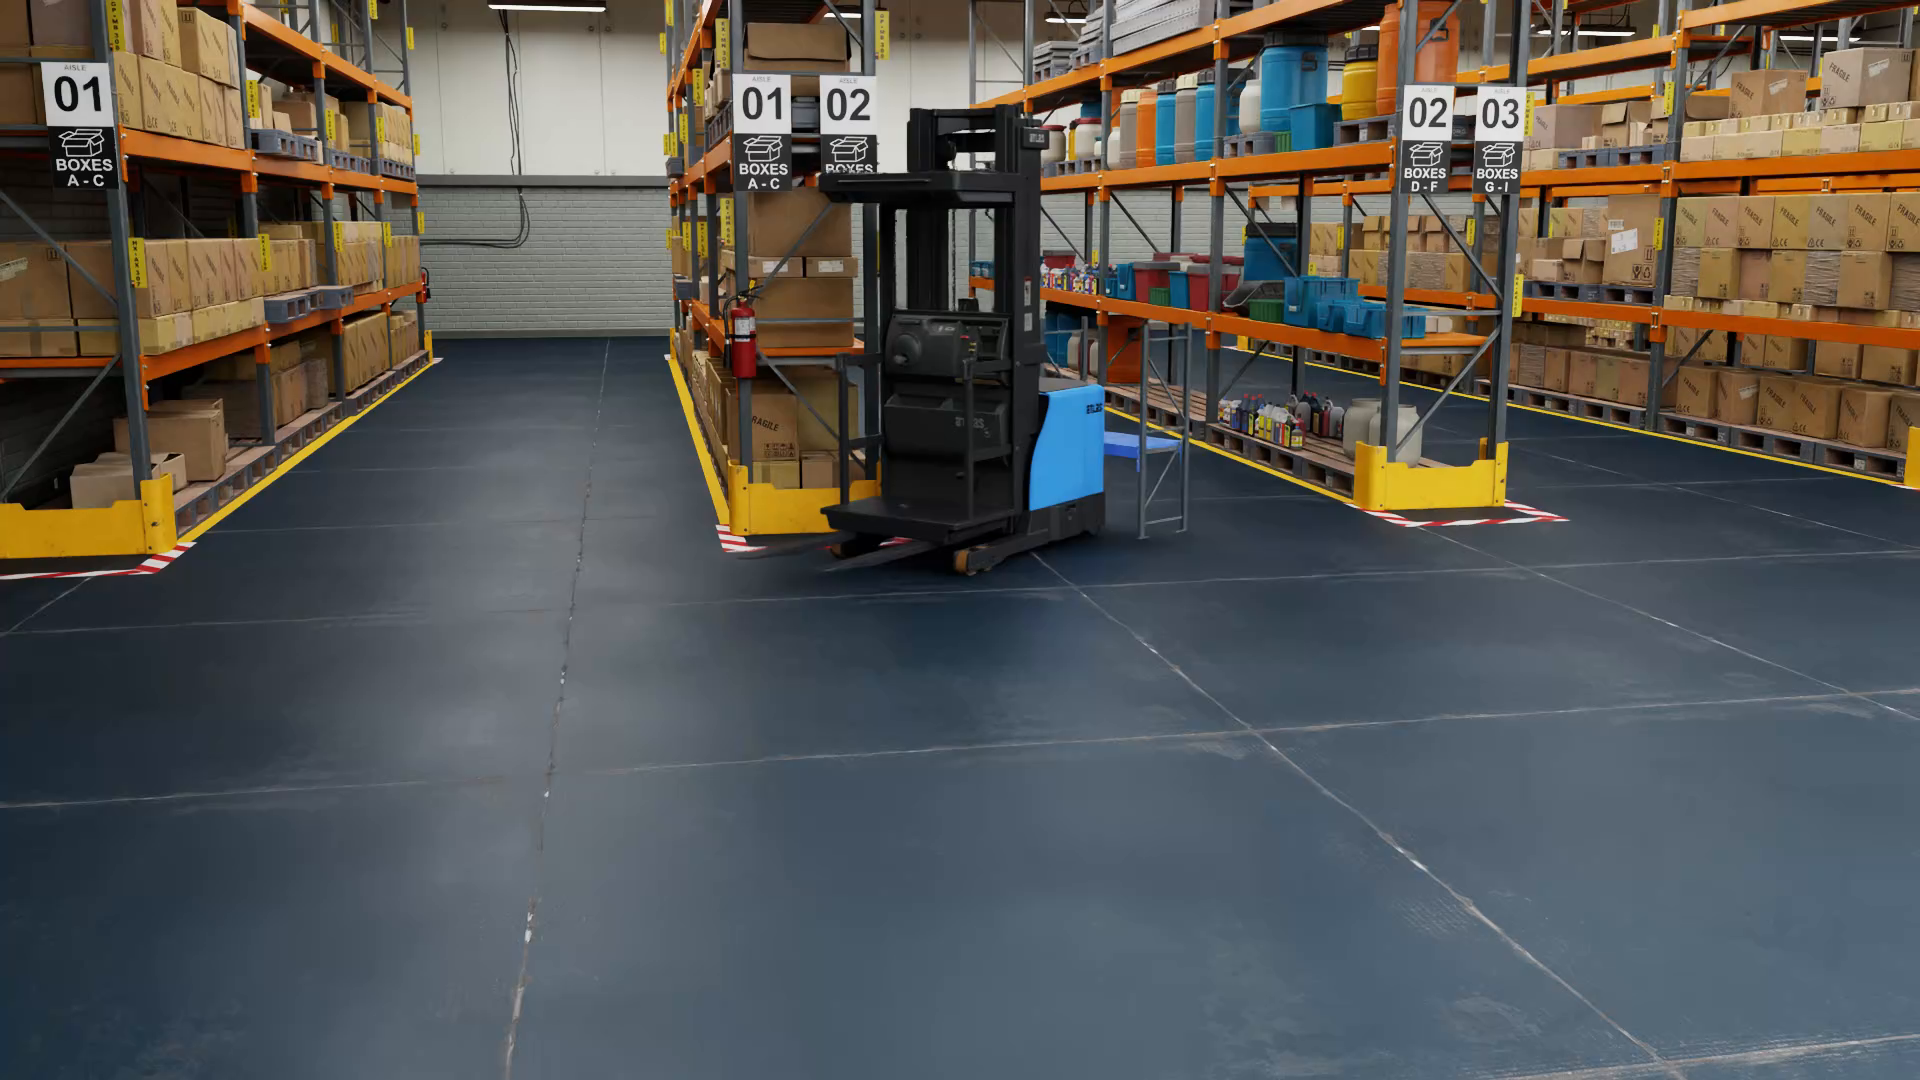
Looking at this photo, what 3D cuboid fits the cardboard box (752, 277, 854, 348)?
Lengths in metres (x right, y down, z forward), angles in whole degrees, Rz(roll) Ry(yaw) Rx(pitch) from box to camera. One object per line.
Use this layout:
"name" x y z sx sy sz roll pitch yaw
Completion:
"cardboard box" -1.168 -1.695 12.313 0.700 0.500 0.500 -2 11 -11

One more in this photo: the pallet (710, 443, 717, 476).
"pallet" -1.754 -0.776 15.211 1.003 0.211 1.213 -2 11 -11

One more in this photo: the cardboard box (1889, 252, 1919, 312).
"cardboard box" 8.548 -2.217 14.257 0.875 0.500 0.500 -2 11 -11

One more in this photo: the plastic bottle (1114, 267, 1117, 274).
"plastic bottle" 2.150 -3.557 22.496 0.144 0.351 0.185 -2 11 -11

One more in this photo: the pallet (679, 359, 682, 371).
"pallet" -3.797 -2.741 25.534 1.003 0.211 1.213 -2 11 -11

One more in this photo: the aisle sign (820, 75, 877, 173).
"aisle sign" -0.777 -2.836 11.622 0.394 0.787 0.004 -2 11 -11

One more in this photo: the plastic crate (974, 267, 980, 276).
"plastic crate" 0.364 -4.455 27.624 0.250 0.136 0.298 -2 11 -11

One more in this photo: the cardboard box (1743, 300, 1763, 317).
"cardboard box" 7.864 -2.251 16.173 0.380 0.149 0.250 -2 11 -11

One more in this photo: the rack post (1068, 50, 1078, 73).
"rack post" 1.954 -6.275 21.936 0.937 0.300 0.954 -1 11 -5

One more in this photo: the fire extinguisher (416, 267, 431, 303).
"fire extinguisher" -8.637 -4.137 26.613 0.296 0.674 0.183 -2 11 -11

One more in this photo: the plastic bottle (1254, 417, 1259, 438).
"plastic bottle" 2.810 -1.064 15.572 0.097 0.201 0.097 0 11 0

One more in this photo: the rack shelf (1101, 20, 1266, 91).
"rack shelf" 2.603 -5.237 18.138 1.077 0.370 4.000 -2 11 -11

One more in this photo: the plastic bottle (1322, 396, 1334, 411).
"plastic bottle" 3.500 -1.186 15.812 0.144 0.351 0.185 -2 11 -11

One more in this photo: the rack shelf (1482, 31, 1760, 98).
"rack shelf" 7.461 -5.417 19.085 1.077 0.370 4.000 -2 11 -11

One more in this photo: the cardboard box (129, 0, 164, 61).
"cardboard box" -5.833 -3.576 11.446 0.500 0.500 0.500 -2 11 -12

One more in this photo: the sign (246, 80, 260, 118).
"sign" -6.195 -3.861 14.557 0.100 0.325 0.005 -2 11 -11

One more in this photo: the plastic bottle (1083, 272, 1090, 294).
"plastic bottle" 1.629 -3.302 21.367 0.097 0.271 0.097 0 11 0

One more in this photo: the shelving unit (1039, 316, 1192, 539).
"shelving unit" 1.107 -0.845 12.125 0.538 1.500 1.048 -10 14 -41

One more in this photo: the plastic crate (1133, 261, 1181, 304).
"plastic crate" 2.228 -2.931 18.900 0.402 0.464 0.583 -2 11 -11

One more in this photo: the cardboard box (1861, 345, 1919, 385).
"cardboard box" 12.161 -2.375 21.044 1.050 0.750 0.750 -2 11 -10

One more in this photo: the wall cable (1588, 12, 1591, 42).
"wall cable" 12.336 -12.085 35.078 2.355 3.000 0.029 -2 11 -11

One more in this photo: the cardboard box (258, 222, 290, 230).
"cardboard box" -7.847 -3.494 18.907 0.500 0.250 0.500 -2 11 -9

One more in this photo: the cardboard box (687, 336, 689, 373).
"cardboard box" -3.364 -2.462 22.119 0.500 0.500 0.500 -2 11 -10

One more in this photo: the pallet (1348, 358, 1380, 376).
"pallet" 6.518 -2.612 24.854 1.003 0.211 1.213 -2 11 -11

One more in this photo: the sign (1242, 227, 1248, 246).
"sign" 4.971 -5.299 28.988 0.100 0.325 0.005 -2 11 -11

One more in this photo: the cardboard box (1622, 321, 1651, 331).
"cardboard box" 10.855 -3.436 26.638 0.380 0.149 0.250 -2 11 -9

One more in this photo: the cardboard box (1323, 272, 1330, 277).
"cardboard box" 5.863 -4.088 25.826 0.380 0.149 0.250 -2 11 -10

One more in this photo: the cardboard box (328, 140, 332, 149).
"cardboard box" -7.904 -4.869 19.791 0.700 0.500 0.500 -2 11 -8

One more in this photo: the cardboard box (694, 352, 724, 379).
"cardboard box" -2.722 -1.956 18.679 0.500 0.311 0.500 -2 11 -12

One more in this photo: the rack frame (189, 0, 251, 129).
"rack frame" -6.726 -5.060 14.214 1.000 3.000 0.127 -2 11 -11

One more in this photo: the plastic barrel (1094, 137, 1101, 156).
"plastic barrel" 1.861 -5.010 21.220 0.301 0.262 0.301 0 11 0

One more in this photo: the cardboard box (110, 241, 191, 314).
"cardboard box" -5.833 -1.873 11.858 0.500 0.500 0.500 -2 11 -11

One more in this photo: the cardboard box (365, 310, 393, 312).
"cardboard box" -9.046 -3.502 25.898 0.380 0.149 0.250 -2 11 -11

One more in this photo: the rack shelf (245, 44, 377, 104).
"rack shelf" -7.893 -5.610 20.100 1.077 0.370 4.000 -2 11 -11

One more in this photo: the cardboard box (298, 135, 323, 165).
"cardboard box" -7.099 -4.164 17.713 0.500 0.311 0.500 -2 11 -11

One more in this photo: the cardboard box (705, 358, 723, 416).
"cardboard box" -2.085 -1.421 15.366 0.500 0.500 0.500 -2 11 -11

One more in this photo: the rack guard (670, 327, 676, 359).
"rack guard" -4.187 -3.253 27.448 1.175 0.500 0.348 -2 11 -11

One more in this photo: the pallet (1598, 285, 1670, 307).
"pallet" 7.844 -2.704 18.396 1.003 0.211 1.213 -2 11 -11

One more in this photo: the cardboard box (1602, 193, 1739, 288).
"cardboard box" 7.833 -3.305 18.311 1.000 1.000 1.000 -2 11 -11

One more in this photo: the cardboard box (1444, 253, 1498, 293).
"cardboard box" 6.733 -3.517 21.887 0.500 0.500 0.500 -2 11 -9

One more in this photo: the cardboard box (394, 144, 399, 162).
"cardboard box" -8.350 -5.559 23.871 0.500 0.250 0.500 -2 11 -13

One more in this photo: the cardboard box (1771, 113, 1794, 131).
"cardboard box" 7.901 -3.940 15.689 0.380 0.149 0.250 -2 11 -12

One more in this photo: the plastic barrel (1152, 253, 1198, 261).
"plastic barrel" 2.601 -3.199 20.120 0.600 0.536 0.708 -2 11 -11

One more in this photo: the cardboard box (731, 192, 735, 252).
"cardboard box" -1.579 -2.714 14.198 0.700 0.500 0.500 -2 11 -11

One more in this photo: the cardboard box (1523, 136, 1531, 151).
"cardboard box" 7.006 -4.966 20.140 0.500 0.500 0.500 -2 11 -11

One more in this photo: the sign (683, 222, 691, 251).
"sign" -3.176 -3.536 19.365 0.100 0.325 0.005 -2 11 -11

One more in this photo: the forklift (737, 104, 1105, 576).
"forklift" -0.206 -1.312 10.749 1.130 2.935 3.031 7 13 33

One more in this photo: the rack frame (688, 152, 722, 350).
"rack frame" -2.646 -3.027 19.579 1.000 3.000 0.127 -2 11 -11

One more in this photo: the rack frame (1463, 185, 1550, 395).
"rack frame" 7.072 -3.387 21.468 1.000 3.000 0.127 -2 11 -11

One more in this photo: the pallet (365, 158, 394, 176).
"pallet" -8.431 -5.160 23.002 1.003 0.211 1.213 -2 11 -11

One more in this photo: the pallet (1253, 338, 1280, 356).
"pallet" 5.748 -3.340 28.682 1.003 0.211 1.213 -2 11 -11

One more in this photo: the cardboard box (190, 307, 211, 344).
"cardboard box" -5.940 -1.605 12.453 0.500 0.250 0.500 -2 11 -12

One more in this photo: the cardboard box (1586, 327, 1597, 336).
"cardboard box" 10.650 -3.474 27.631 0.380 0.149 0.250 -2 11 -10

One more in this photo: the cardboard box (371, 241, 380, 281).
"cardboard box" -7.836 -3.616 21.558 0.500 0.500 0.500 -2 11 -11
